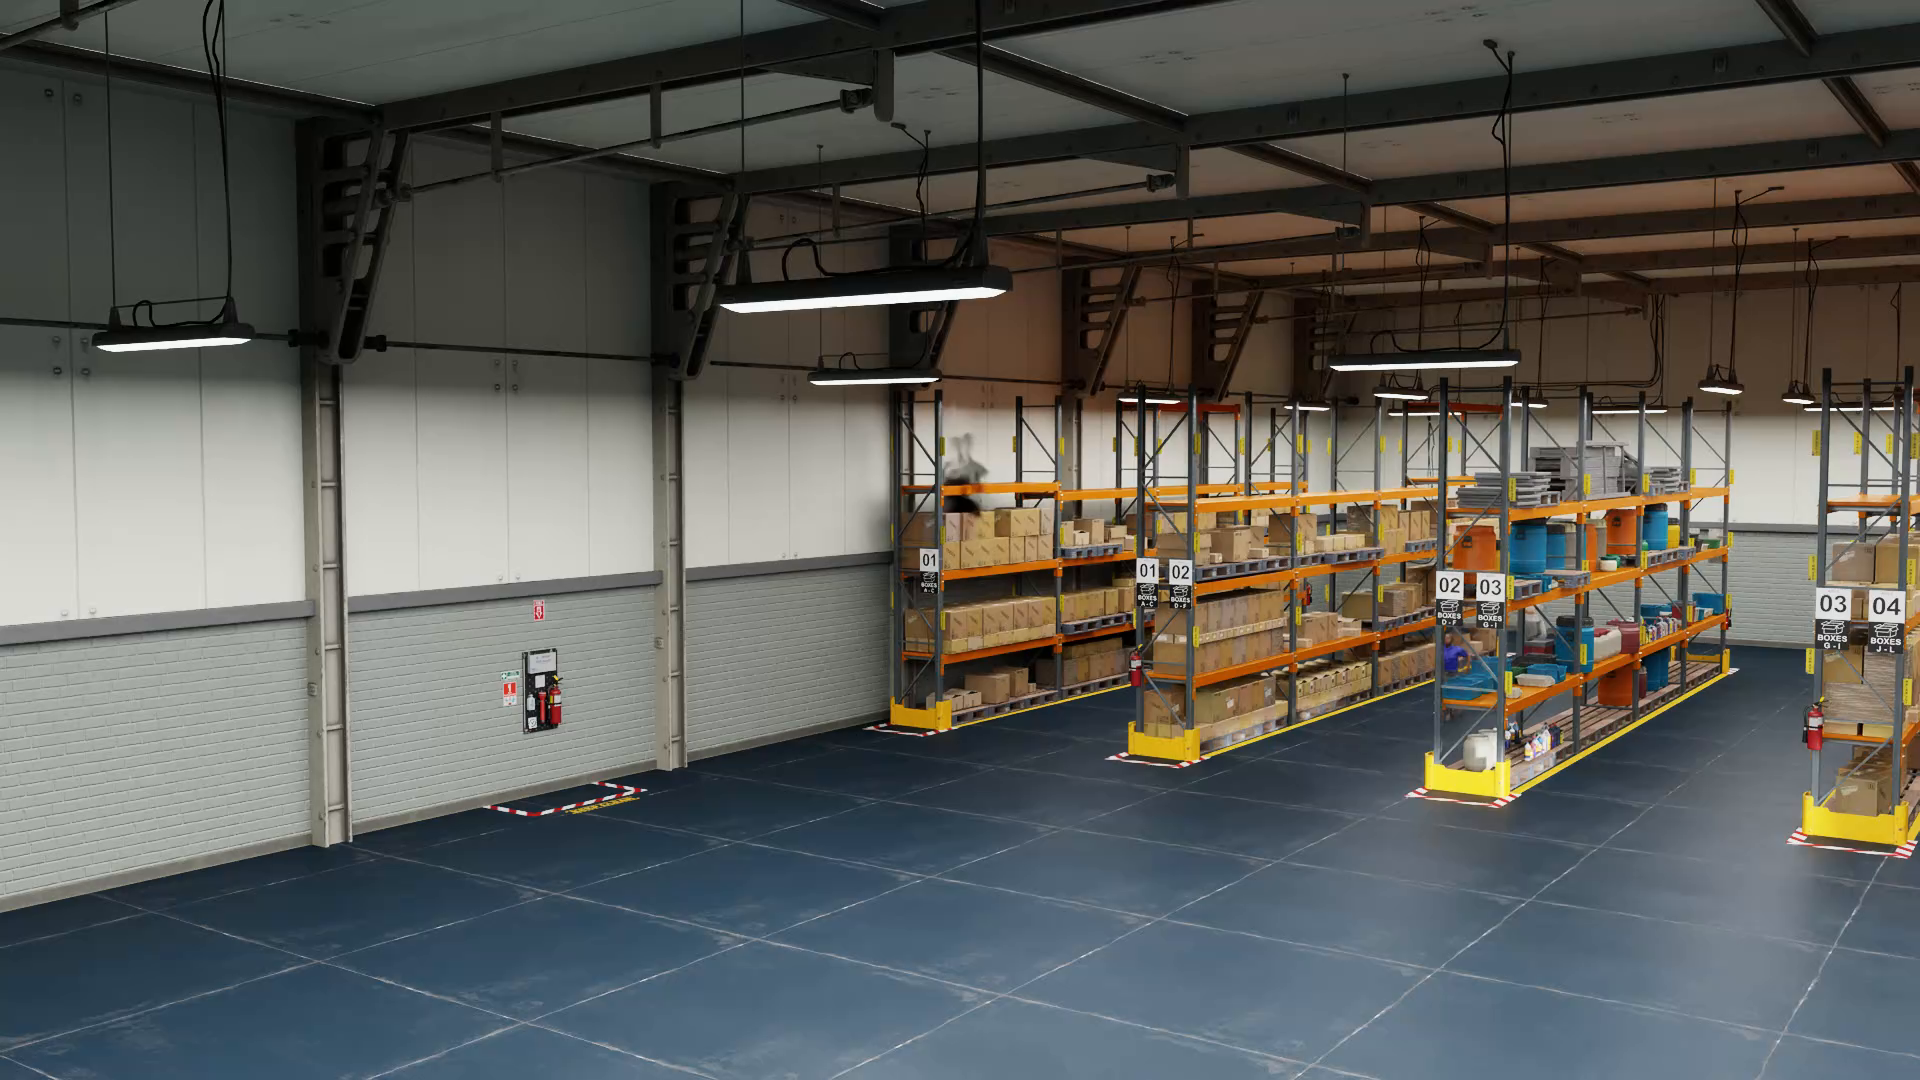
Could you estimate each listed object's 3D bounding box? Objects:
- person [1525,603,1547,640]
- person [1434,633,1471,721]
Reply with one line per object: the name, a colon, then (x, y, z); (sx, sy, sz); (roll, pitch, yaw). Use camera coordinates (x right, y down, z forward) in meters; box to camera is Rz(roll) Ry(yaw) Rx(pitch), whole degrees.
person: (13.753, 1.954, 39.940); (0.629, 1.668, 0.863); (-1, 3, -22)
person: (8.918, 2.500, 30.230); (0.602, 1.614, 0.684); (2, 4, 36)
